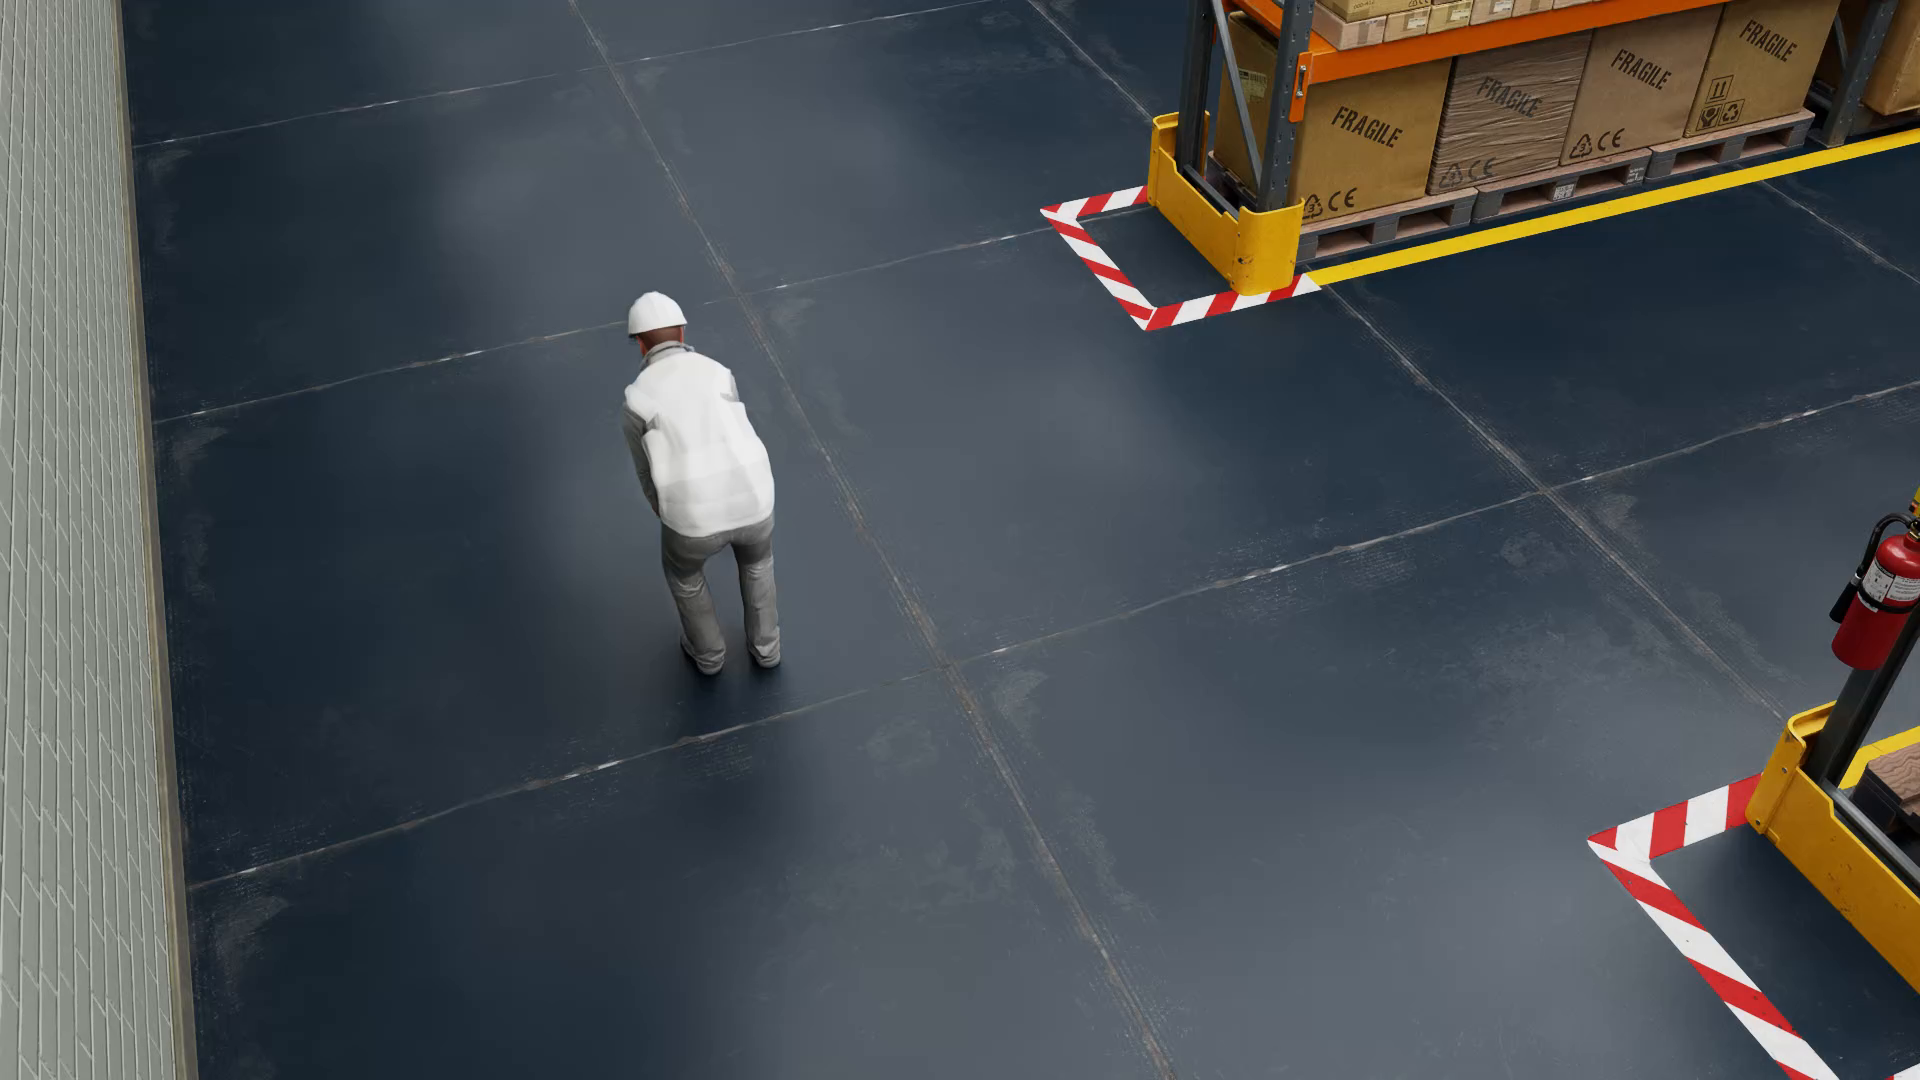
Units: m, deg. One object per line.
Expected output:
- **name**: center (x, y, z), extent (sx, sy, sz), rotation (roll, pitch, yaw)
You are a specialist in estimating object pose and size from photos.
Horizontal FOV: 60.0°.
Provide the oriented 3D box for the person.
- **person**: center (-1.034, -0.181, 6.571), extent (0.473, 1.476, 0.870), rotation (-16, 44, -18)
